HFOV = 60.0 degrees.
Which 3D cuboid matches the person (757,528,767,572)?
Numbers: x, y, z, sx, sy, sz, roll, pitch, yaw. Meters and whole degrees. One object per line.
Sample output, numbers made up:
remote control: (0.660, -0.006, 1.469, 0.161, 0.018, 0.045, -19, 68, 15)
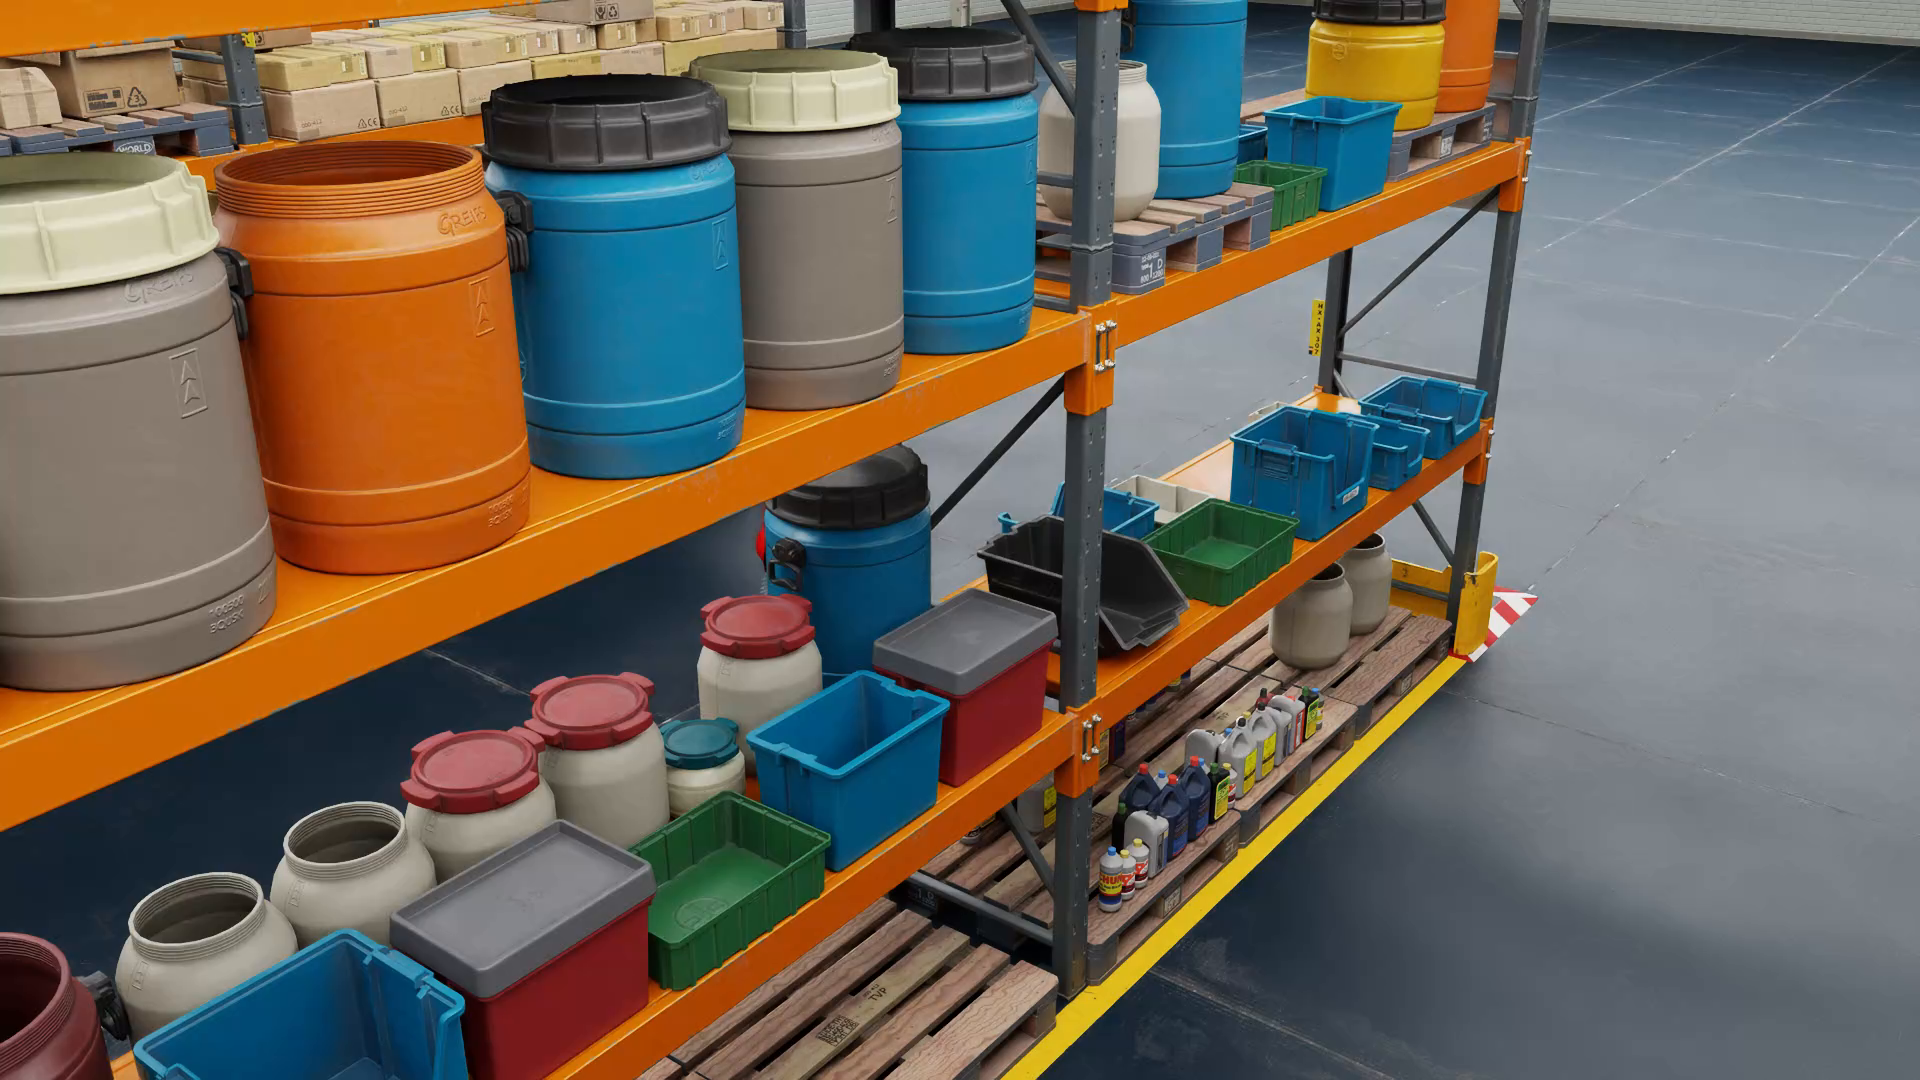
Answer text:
person: (-0.715, 0.274, 9.071, 0.956, 0.915, 0.526, 15, 28, 31)
